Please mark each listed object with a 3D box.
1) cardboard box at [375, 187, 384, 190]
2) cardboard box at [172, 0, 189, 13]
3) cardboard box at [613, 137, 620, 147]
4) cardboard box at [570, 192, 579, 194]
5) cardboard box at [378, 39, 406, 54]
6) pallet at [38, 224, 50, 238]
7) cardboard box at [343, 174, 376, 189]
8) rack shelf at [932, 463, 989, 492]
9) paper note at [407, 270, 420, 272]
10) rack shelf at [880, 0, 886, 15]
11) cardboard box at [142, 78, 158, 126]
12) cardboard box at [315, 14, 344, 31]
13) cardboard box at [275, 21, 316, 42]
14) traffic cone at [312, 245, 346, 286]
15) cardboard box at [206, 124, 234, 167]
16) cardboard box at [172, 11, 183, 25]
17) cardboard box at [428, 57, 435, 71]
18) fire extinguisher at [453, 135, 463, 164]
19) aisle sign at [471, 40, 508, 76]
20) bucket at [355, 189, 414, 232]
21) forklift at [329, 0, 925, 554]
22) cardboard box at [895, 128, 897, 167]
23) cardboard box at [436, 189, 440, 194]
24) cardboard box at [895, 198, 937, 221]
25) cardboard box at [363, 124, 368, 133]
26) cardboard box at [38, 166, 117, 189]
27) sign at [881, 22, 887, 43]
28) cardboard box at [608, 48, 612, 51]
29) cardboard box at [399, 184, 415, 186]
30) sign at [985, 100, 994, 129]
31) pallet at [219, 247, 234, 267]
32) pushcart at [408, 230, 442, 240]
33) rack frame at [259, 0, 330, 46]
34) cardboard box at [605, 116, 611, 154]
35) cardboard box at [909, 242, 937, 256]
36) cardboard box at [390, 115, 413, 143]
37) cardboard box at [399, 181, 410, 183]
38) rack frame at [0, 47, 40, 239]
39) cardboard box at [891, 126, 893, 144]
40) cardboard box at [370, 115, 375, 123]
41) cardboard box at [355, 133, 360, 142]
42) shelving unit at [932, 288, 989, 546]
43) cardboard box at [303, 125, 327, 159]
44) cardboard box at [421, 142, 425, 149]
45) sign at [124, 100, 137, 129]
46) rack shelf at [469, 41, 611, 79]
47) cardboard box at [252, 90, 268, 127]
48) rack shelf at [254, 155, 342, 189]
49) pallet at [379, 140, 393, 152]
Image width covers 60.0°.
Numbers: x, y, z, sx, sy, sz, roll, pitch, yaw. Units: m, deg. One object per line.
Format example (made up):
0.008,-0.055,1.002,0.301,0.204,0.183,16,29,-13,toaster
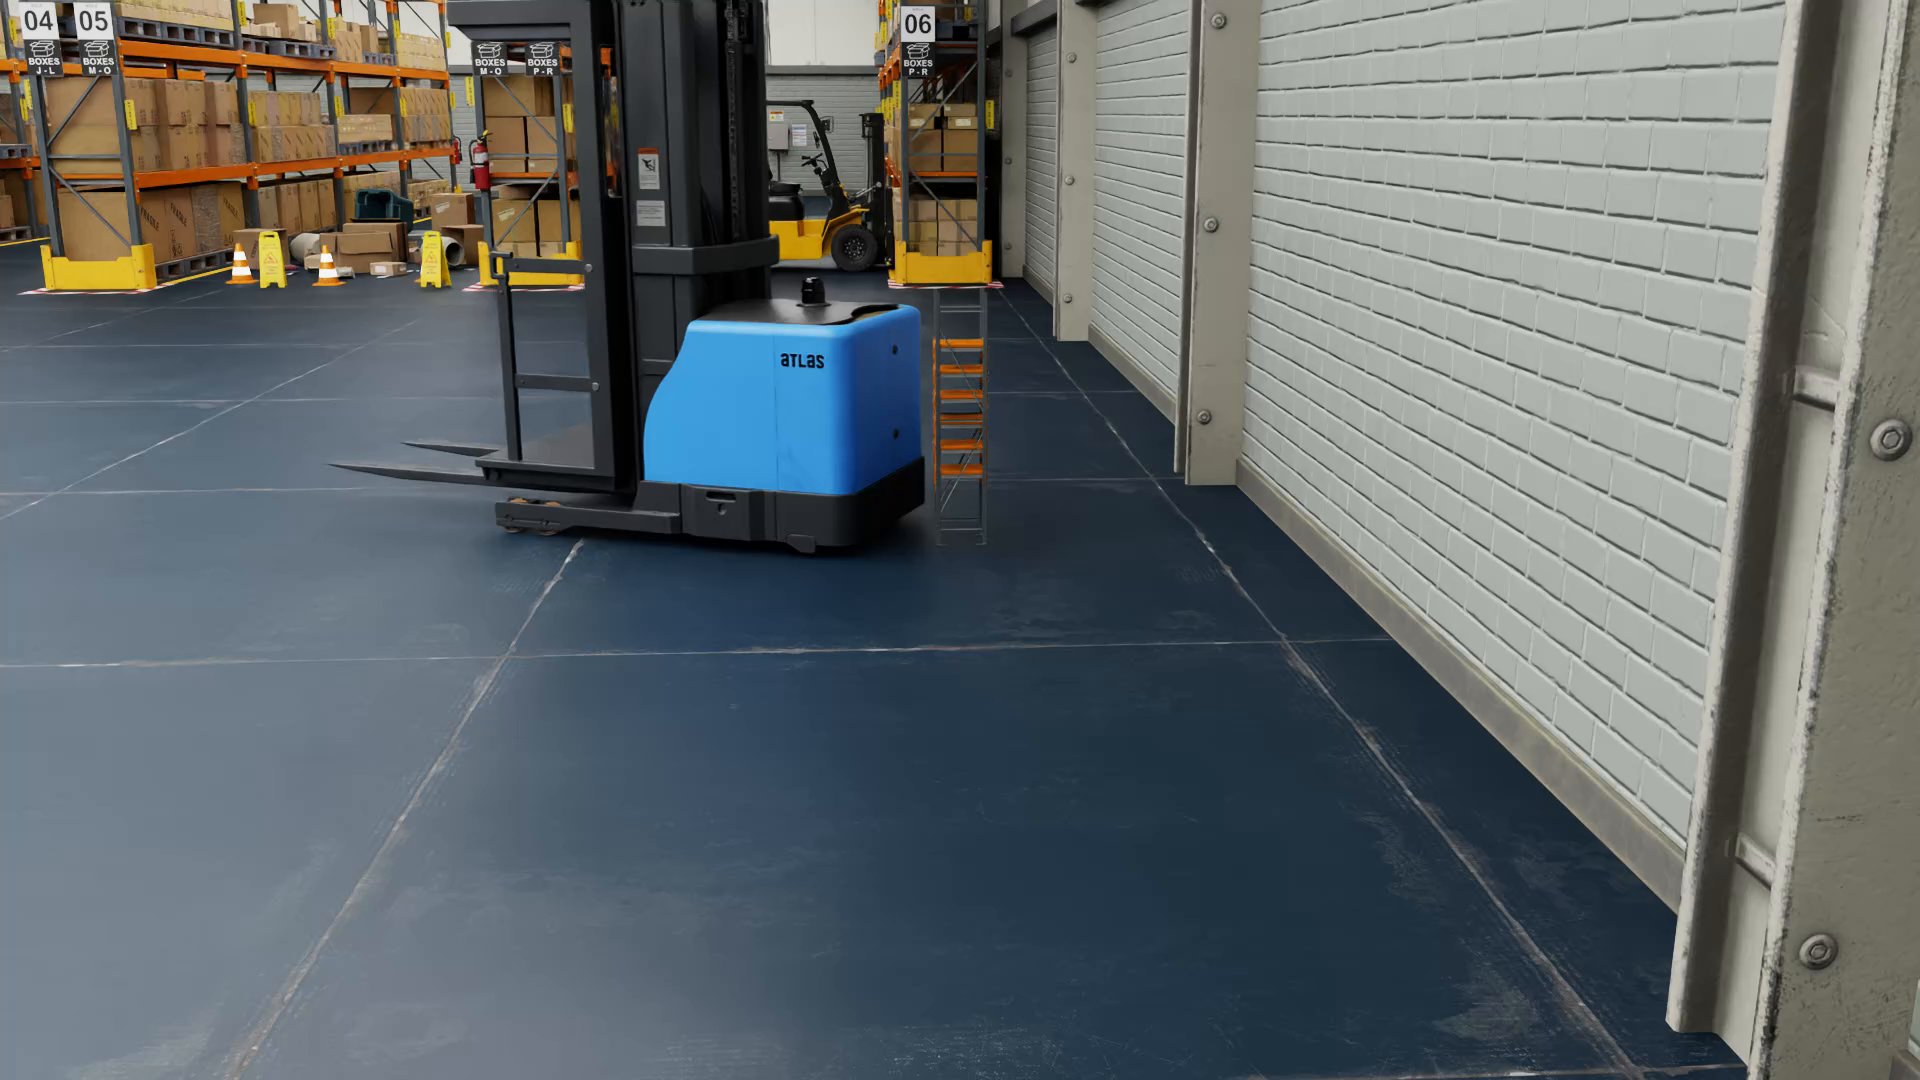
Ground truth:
-10.477,-5.967,29.372,0.500,0.500,0.500,-1,14,-5,cardboard box
-9.959,-6.702,20.695,0.500,0.250,0.500,-1,14,-4,cardboard box
-5.123,-5.746,24.000,0.380,0.149,0.250,-1,14,-3,cardboard box
-5.033,-4.360,22.124,0.500,0.500,0.500,0,14,0,cardboard box
-10.624,-9.155,30.868,0.500,0.250,0.500,0,14,-2,cardboard box
-15.516,-5.210,27.853,1.003,0.211,1.213,-1,14,-3,pallet
-10.436,-6.196,28.755,0.500,0.250,0.500,-1,14,-3,cardboard box
0.001,-0.302,7.934,0.258,0.103,0.180,-1,14,-3,rack shelf
-7.104,-3.501,21.597,0.148,0.019,0.142,4,15,16,paper note
-0.821,-9.455,28.960,1.077,0.370,4.000,-1,14,-3,rack shelf
-10.201,-5.249,19.940,0.875,0.550,0.550,-1,14,-3,cardboard box
-10.368,-8.520,27.363,0.396,0.266,0.258,-1,14,-3,cardboard box
-10.222,-7.821,25.519,0.500,0.311,0.500,-1,14,-3,cardboard box
-7.557,-3.284,19.860,0.336,0.463,0.334,-1,14,-3,traffic cone
-10.246,-5.265,22.168,0.875,0.550,0.550,-1,14,-3,cardboard box
-9.886,-6.476,20.616,0.380,0.149,0.250,-1,14,-3,cardboard box
-10.733,-9.425,32.920,0.500,0.250,0.500,0,14,-1,cardboard box
-10.636,-8.256,34.999,0.296,0.674,0.183,-1,14,-3,fire extinguisher
-5.441,-5.766,19.200,0.394,0.787,0.004,-1,14,-3,aisle sign
-8.028,-4.573,23.298,0.726,0.611,0.620,4,5,16,bucket
-1.755,-1.557,8.194,3.031,2.935,1.130,5,15,18,forklift
-0.592,-5.153,21.832,0.500,0.500,0.500,-1,14,-3,cardboard box
-10.685,-6.987,33.443,0.380,0.149,0.250,-1,14,-3,cardboard box
-0.542,-4.070,20.494,0.500,0.250,0.500,0,14,-2,cardboard box
-10.517,-7.151,28.866,0.380,0.149,0.250,0,14,-1,cardboard box
-15.674,-6.152,29.337,1.225,0.875,0.875,-1,14,-5,cardboard box
-1.239,-8.289,27.166,0.100,0.325,0.005,-1,14,-3,sign
-5.529,-7.640,25.474,0.797,0.503,0.637,-1,14,-3,cardboard box
-10.671,-6.741,31.891,0.380,0.149,0.250,-1,14,-4,cardboard box
0.352,-5.069,19.812,0.100,0.325,0.005,-1,14,-3,sign
-10.369,-3.879,22.680,1.003,0.211,1.213,-1,14,-3,pallet
-7.676,-4.204,23.609,1.648,0.377,0.936,-6,16,-23,pushcart
-10.586,-9.320,26.191,1.000,3.000,0.127,-1,14,-3,rack frame
-5.128,-5.608,23.003,0.500,0.500,0.500,-1,14,-5,cardboard box
-0.546,-3.588,20.628,0.500,0.250,0.500,-1,14,-3,cardboard box
-10.613,-7.729,31.250,0.500,0.500,0.500,-1,14,-4,cardboard box
-11.257,-7.119,33.360,0.380,0.149,0.250,0,14,-1,cardboard box
-15.542,-6.364,26.739,1.000,3.000,0.127,-1,14,-3,rack frame
-0.735,-5.887,24.184,0.500,0.250,0.500,-1,14,-5,cardboard box
-10.554,-7.425,29.333,0.380,0.149,0.250,-1,14,-5,cardboard box
-10.483,-6.878,28.401,0.380,0.149,0.250,0,14,-2,cardboard box
0.001,-0.577,7.863,0.258,1.200,0.189,-1,14,-3,shelving unit
-10.260,-6.231,26.025,0.500,0.500,0.500,-1,14,-3,cardboard box
-10.655,-7.690,32.400,0.380,0.149,0.250,0,14,-1,cardboard box
-9.536,-4.890,19.116,0.100,0.325,0.005,-1,14,-3,sign
-5.280,-6.129,21.250,1.077,0.370,4.000,-1,14,-3,rack shelf
-10.408,-6.204,23.912,0.700,0.500,0.500,-1,14,-4,cardboard box
-10.462,-5.569,25.095,1.077,0.370,4.000,-1,14,-3,rack shelf
-10.931,-7.125,30.082,1.003,0.211,1.213,-1,14,-3,pallet
